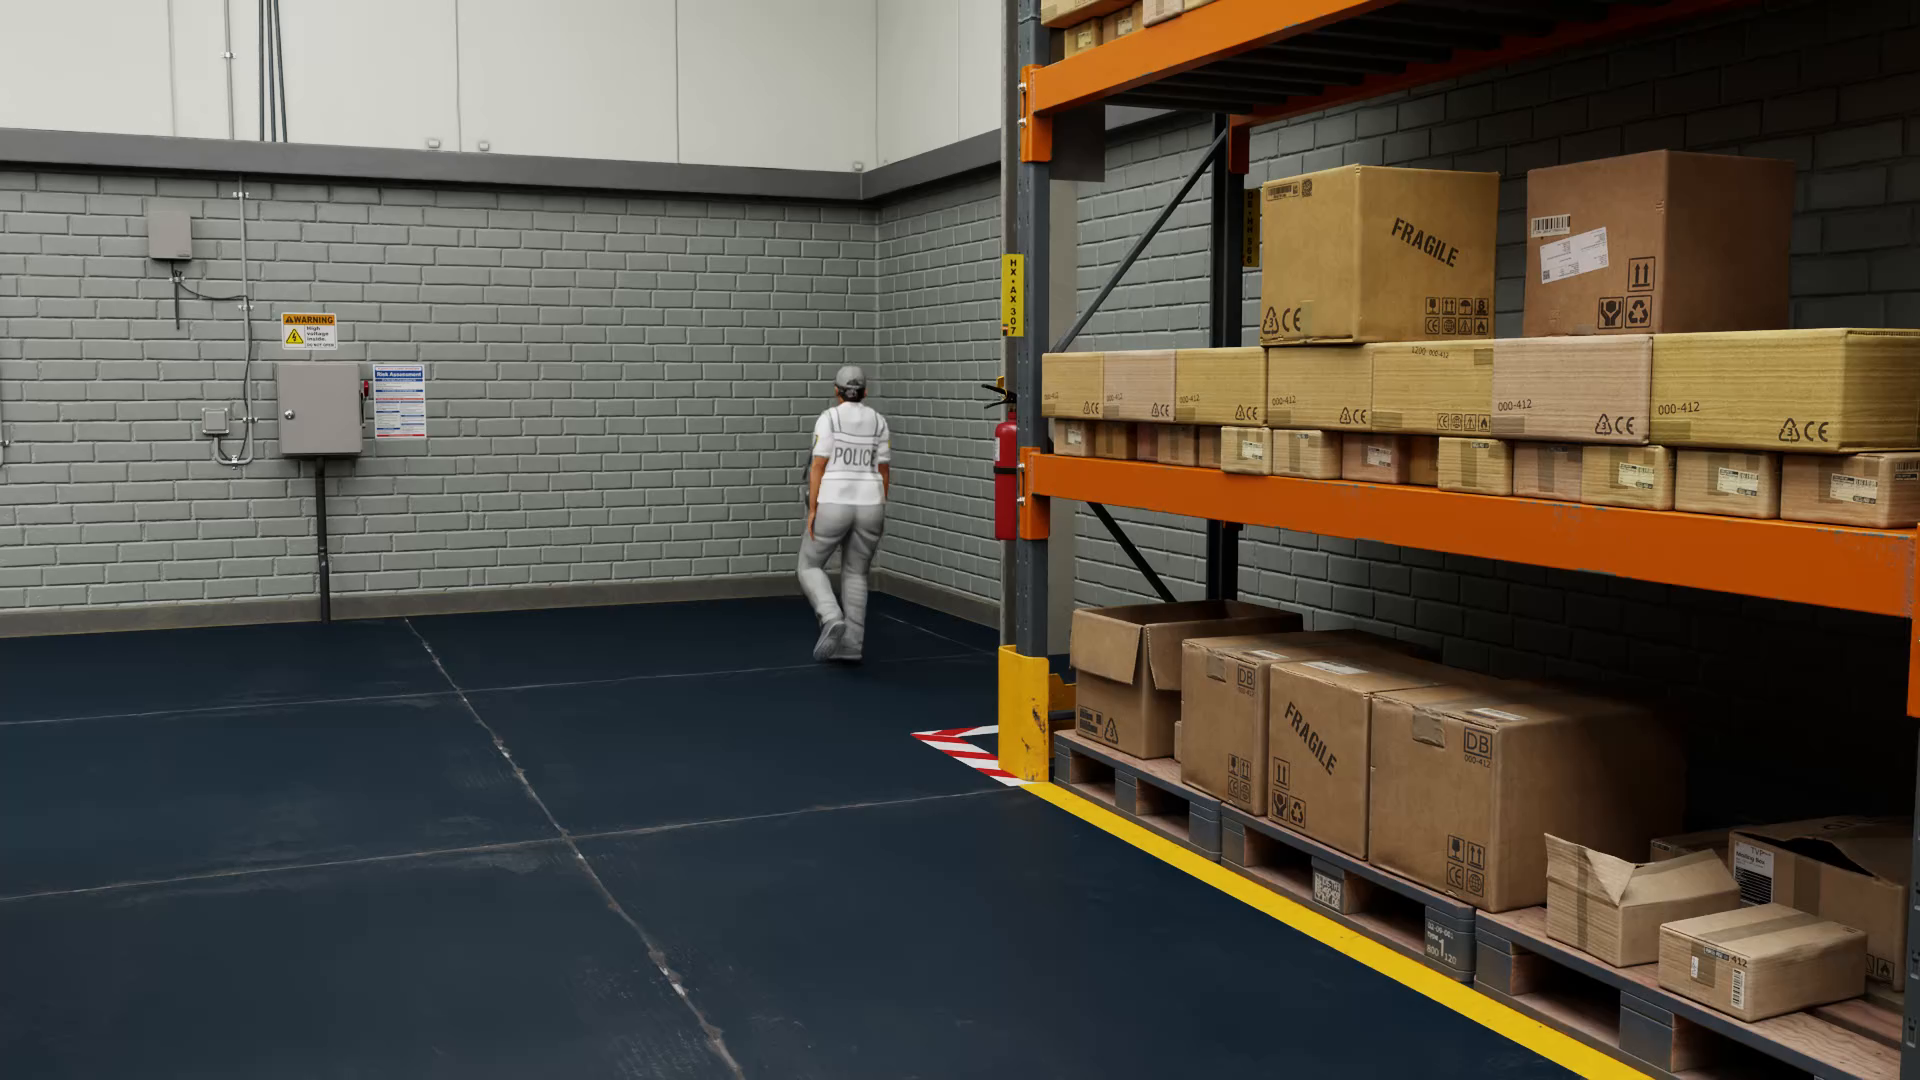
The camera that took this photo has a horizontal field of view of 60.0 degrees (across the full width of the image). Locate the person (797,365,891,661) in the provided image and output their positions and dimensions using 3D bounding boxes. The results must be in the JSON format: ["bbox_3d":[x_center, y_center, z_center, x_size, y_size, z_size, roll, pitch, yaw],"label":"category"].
[{"bbox_3d":[-0.619,-0.149,9.312,0.516,1.656,0.478,-3,6,-26],"label":"person"}]
